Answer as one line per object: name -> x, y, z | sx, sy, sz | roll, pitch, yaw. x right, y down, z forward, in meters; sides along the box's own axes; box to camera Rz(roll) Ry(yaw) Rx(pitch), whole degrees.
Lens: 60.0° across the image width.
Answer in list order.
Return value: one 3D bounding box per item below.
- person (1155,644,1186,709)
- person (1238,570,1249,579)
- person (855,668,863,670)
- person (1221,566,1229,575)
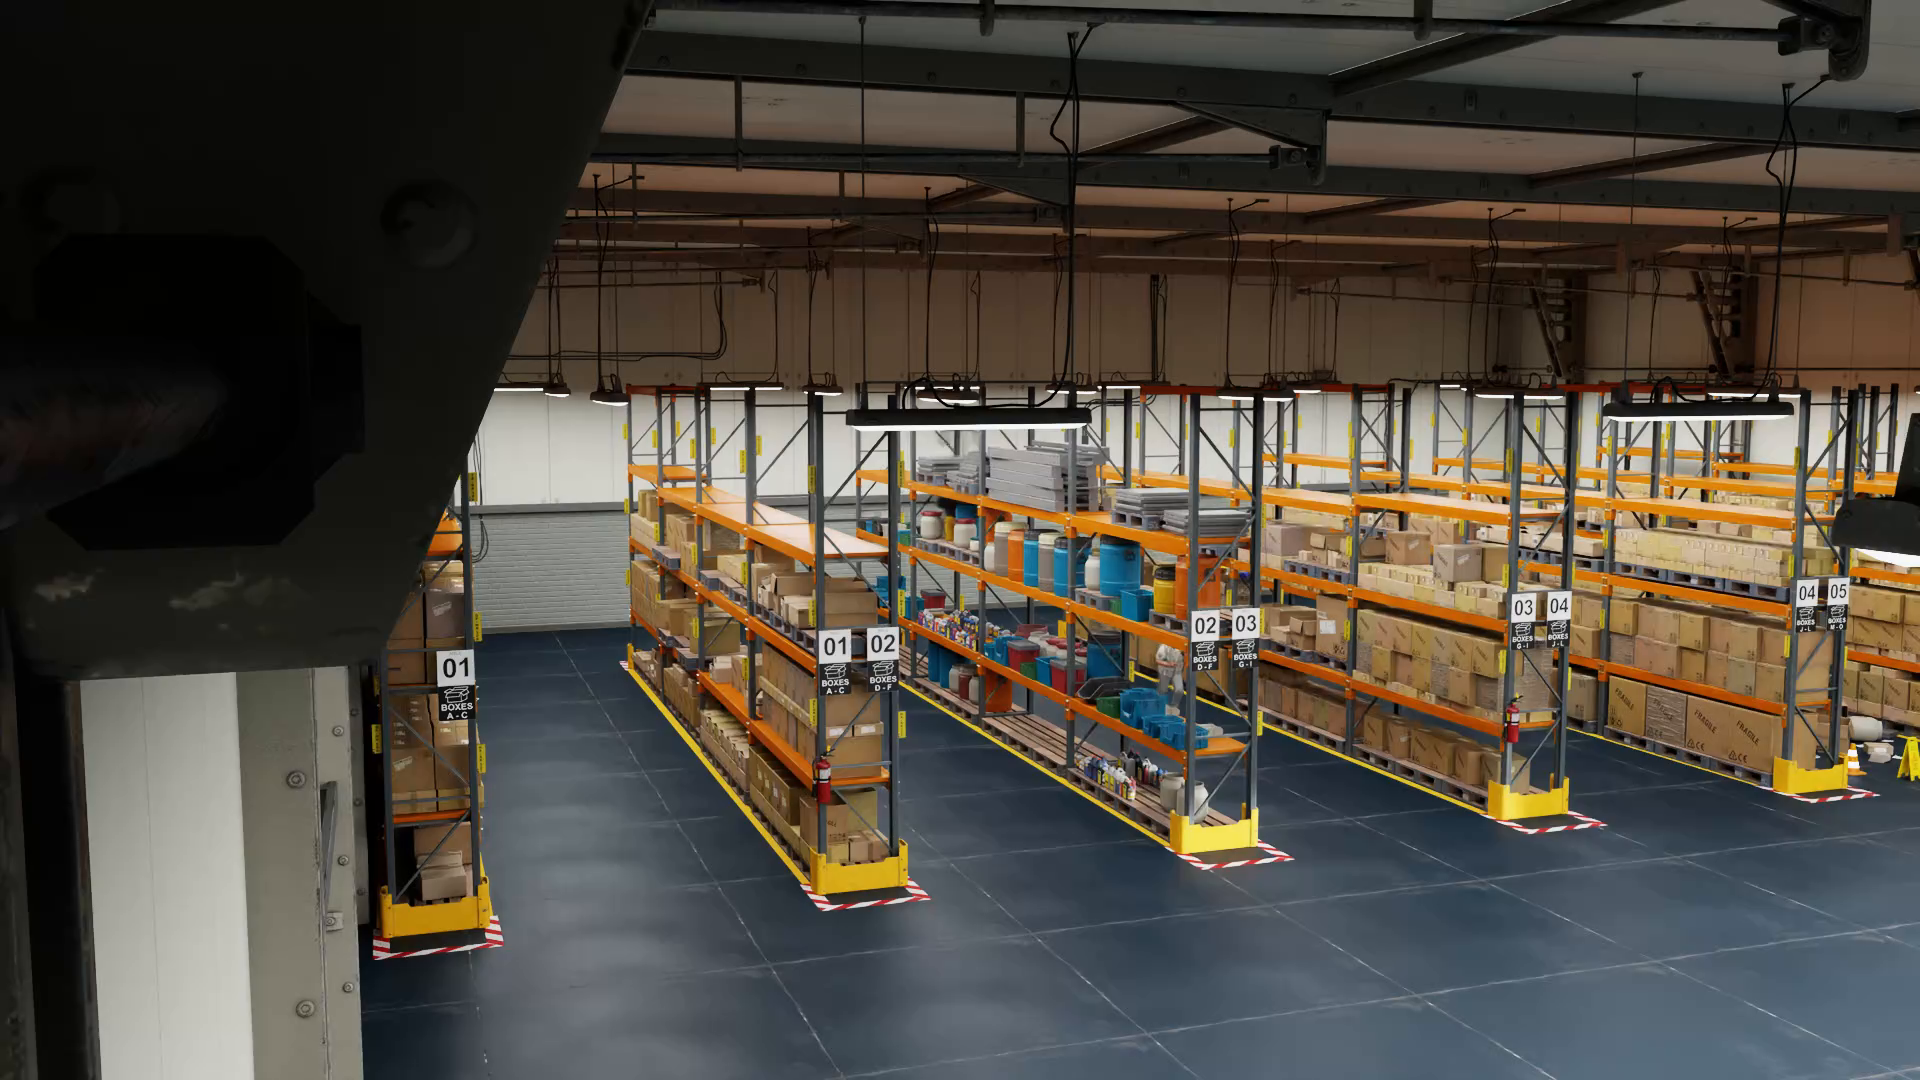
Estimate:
person -> 3.793, 2.456, 29.988 | 0.704, 1.710, 1.021 | -1, 6, -14
person -> 6.933, 1.257, 41.200 | 0.919, 1.613, 0.590 | 0, 6, -4
person -> -2.033, 2.389, 30.359 | 0.573, 1.624, 0.758 | -3, 7, -26
person -> 6.148, 1.409, 39.185 | 0.707, 1.729, 1.117 | -1, 6, -9
